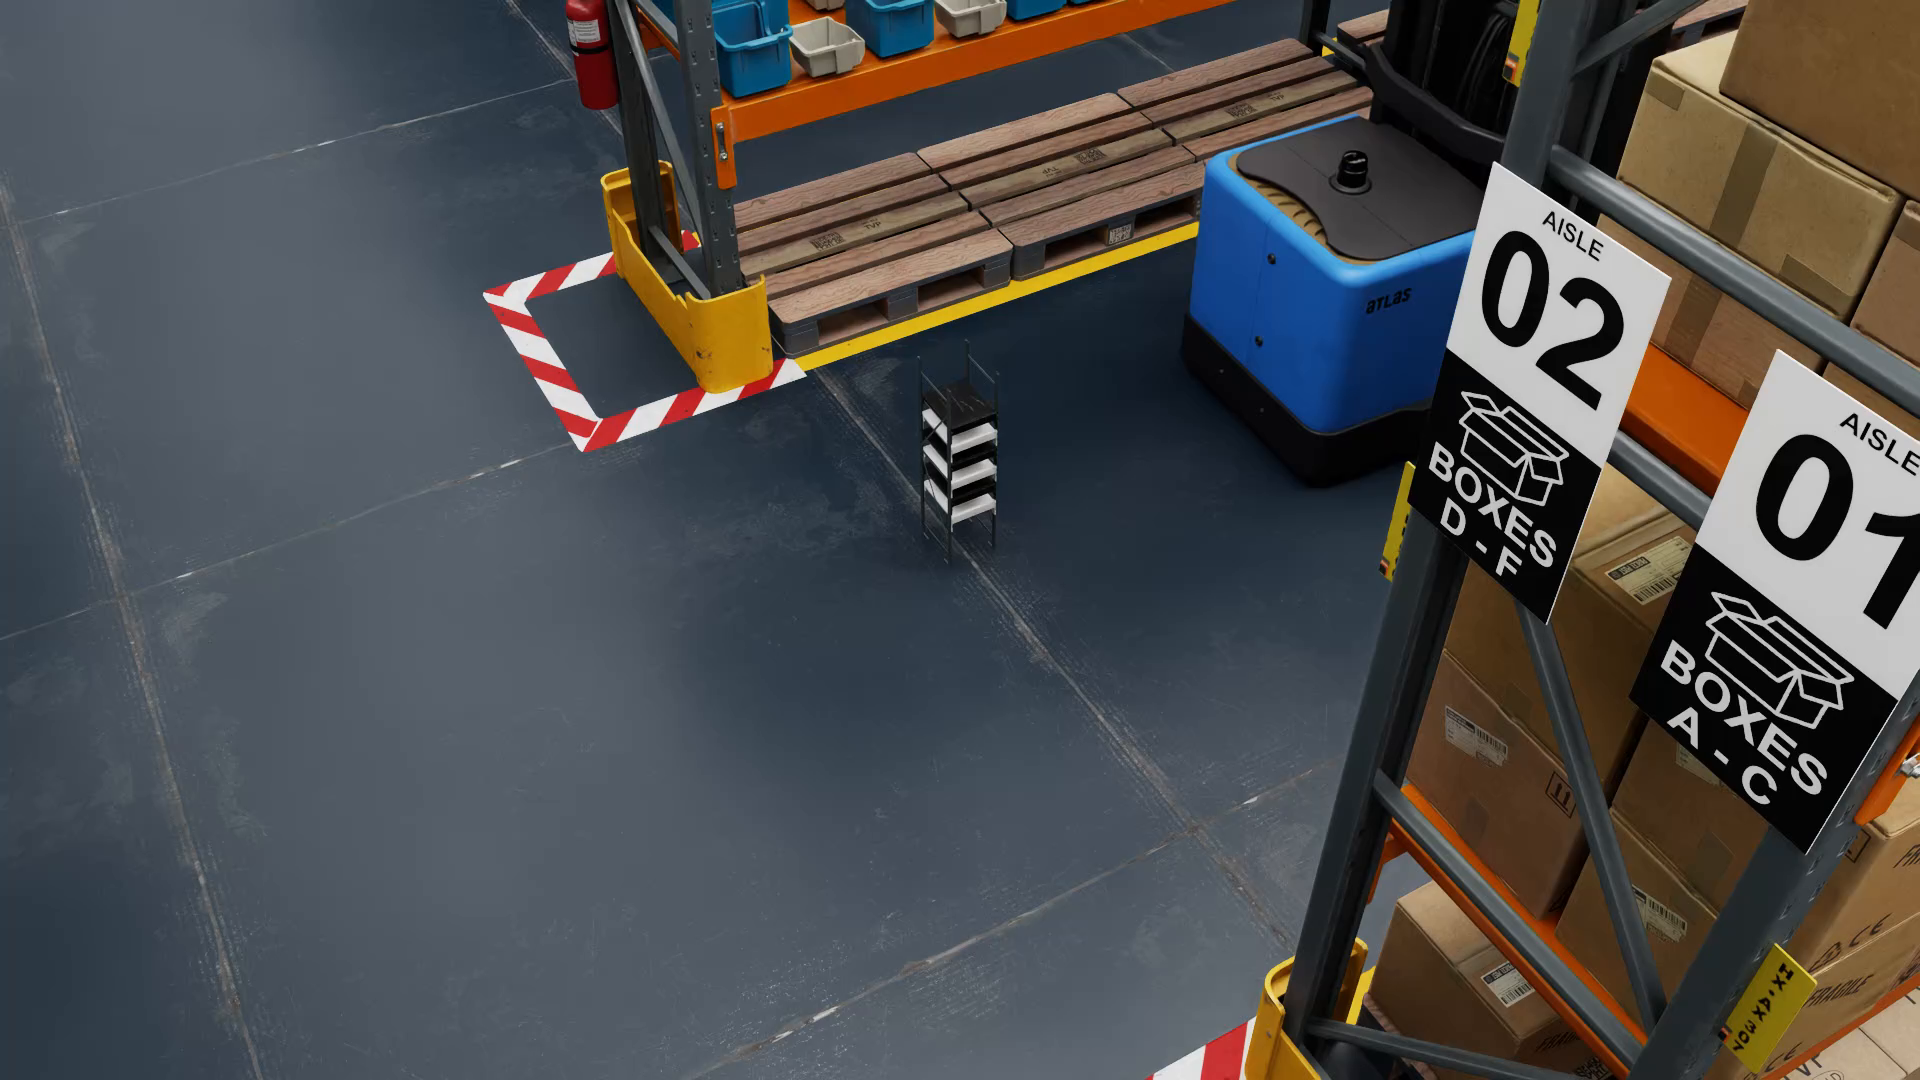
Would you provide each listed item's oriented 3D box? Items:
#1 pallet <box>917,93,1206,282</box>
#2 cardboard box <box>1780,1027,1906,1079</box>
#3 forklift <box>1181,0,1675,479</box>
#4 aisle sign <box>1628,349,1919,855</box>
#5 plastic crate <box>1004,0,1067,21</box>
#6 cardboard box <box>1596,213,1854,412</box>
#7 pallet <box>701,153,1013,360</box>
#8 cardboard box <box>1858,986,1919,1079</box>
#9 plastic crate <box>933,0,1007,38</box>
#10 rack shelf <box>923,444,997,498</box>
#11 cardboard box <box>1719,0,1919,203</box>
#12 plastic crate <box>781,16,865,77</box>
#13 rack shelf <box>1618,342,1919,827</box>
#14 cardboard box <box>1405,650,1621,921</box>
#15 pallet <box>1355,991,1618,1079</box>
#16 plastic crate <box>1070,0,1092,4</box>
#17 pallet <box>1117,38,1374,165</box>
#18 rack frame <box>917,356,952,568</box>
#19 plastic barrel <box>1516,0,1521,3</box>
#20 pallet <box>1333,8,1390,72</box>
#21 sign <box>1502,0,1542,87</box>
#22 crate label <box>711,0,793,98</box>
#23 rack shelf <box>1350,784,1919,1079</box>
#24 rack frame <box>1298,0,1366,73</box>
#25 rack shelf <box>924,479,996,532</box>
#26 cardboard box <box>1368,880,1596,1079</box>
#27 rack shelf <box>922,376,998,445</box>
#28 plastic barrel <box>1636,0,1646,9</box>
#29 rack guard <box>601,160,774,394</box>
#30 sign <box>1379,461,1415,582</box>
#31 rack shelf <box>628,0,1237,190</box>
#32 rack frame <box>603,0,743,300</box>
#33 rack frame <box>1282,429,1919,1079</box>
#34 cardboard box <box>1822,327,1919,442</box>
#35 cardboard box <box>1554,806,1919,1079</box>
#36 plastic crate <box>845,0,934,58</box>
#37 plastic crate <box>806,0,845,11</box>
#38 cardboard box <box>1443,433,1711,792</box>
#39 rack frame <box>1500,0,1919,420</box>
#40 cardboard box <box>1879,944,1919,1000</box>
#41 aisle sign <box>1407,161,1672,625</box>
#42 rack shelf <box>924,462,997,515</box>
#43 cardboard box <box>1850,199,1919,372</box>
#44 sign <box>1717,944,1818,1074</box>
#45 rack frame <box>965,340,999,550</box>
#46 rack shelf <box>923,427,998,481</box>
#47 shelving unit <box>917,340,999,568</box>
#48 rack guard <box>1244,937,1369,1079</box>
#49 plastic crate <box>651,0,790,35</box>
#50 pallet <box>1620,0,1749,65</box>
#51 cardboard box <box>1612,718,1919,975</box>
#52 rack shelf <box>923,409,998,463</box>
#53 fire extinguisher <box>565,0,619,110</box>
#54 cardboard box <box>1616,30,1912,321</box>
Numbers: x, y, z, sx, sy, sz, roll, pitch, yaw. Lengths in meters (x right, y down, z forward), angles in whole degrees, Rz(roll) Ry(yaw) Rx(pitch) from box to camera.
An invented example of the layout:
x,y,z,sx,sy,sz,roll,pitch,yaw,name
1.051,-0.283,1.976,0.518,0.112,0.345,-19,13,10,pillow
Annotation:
x,y,z,sx,sy,sz,roll,pitch,yaw,name
0.544,-1.823,8.477,1.213,0.211,1.003,-22,48,-21,pallet
2.264,1.490,4.719,0.500,0.250,0.500,-22,48,-21,cardboard box
2.545,-2.040,6.748,3.031,2.935,1.130,-20,48,-19,forklift
1.305,0.120,2.606,0.004,0.787,0.394,-22,48,-21,aisle sign
0.273,-2.445,7.193,0.300,0.233,0.416,-22,48,-21,plastic crate
1.532,-0.508,3.073,0.500,0.250,0.500,-22,48,-21,cardboard box
-0.512,-1.402,8.043,1.213,0.211,1.003,-22,48,-21,pallet
2.698,1.317,4.898,0.500,0.250,0.500,-22,48,-21,cardboard box
0.039,-2.251,7.062,0.298,0.136,0.250,-22,48,-21,plastic crate
-0.007,-0.296,6.457,0.200,0.077,0.258,-22,48,-21,rack shelf
1.655,-0.807,2.484,0.500,0.500,0.700,-22,48,-21,cardboard box
-0.549,-2.015,6.819,0.298,0.136,0.250,-22,48,-21,plastic crate
2.952,-0.660,3.639,4.000,0.370,1.077,-22,48,-21,rack shelf
1.471,0.497,4.013,0.500,0.500,0.500,-20,48,-20,cardboard box
1.975,1.549,5.002,1.213,0.211,1.003,-22,48,-21,pallet
0.533,-2.550,7.300,0.300,0.233,0.416,-22,48,-21,plastic crate
1.603,-2.249,8.916,1.213,0.211,1.003,-22,48,-21,pallet
-0.095,-0.285,6.397,0.006,0.900,0.240,-22,48,-21,rack frame
3.316,-3.350,9.253,0.708,0.901,0.600,-22,48,-21,plastic barrel
2.912,-2.770,9.453,1.213,0.211,1.003,-22,48,-21,pallet
0.959,-0.884,2.718,0.005,0.325,0.100,-22,48,-21,sign
-0.868,-1.989,6.722,0.303,0.233,0.416,-22,48,-21,crate label
2.952,0.416,4.684,4.000,0.370,1.077,-22,48,-21,rack shelf
2.222,-3.528,8.232,0.127,3.000,1.000,-22,48,-21,rack frame
-0.007,-0.167,6.582,0.200,0.077,0.258,-22,48,-21,rack shelf
1.567,1.254,4.783,0.500,0.500,0.500,-22,48,-21,cardboard box
-0.007,-0.490,6.269,0.200,0.077,0.258,-22,48,-21,rack shelf
3.850,-3.352,9.535,0.421,0.512,0.421,0,44,0,plastic barrel
-1.261,-1.227,7.655,0.348,0.500,1.175,-22,48,-21,rack guard
0.959,-0.019,3.557,0.005,0.325,0.100,-22,48,-21,sign
0.488,-2.576,7.767,4.000,0.370,1.077,-22,48,-21,rack shelf
-1.247,-2.140,6.802,0.127,3.000,1.000,-22,48,-21,rack frame
1.218,0.852,3.718,0.127,3.000,1.000,-22,48,-21,rack frame
1.790,-0.195,2.751,0.500,0.250,0.500,-22,48,-21,cardboard box
1.734,0.822,3.678,0.500,0.500,0.500,-21,48,-20,cardboard box
-0.298,-2.217,6.958,0.300,0.233,0.416,-22,48,-21,plastic crate
-0.630,-2.459,7.277,0.243,0.136,0.396,-22,48,-21,plastic crate
1.467,0.137,3.665,0.500,0.500,0.500,-22,48,-21,cardboard box
1.218,-1.301,1.629,0.127,3.000,1.000,-22,48,-21,rack frame
2.179,0.639,3.866,0.500,0.500,0.500,-22,48,-21,cardboard box
1.006,-0.242,2.979,0.004,0.787,0.394,-22,48,-21,aisle sign
-0.007,-0.232,6.520,0.200,0.077,0.258,-22,48,-21,rack shelf
1.793,-0.371,2.573,0.500,0.250,0.500,-22,48,-21,cardboard box
1.488,0.869,3.079,0.005,0.325,0.100,-22,48,-21,sign
0.081,-0.355,6.470,0.006,0.900,0.240,-22,48,-21,rack frame
-0.007,-0.361,6.394,0.200,0.077,0.258,-22,48,-21,rack shelf
-0.007,-0.320,6.434,0.210,0.900,0.258,-22,48,-21,shelving unit
1.284,1.723,4.616,0.348,0.500,1.175,-22,48,-21,rack guard
-1.049,-2.403,7.004,0.499,0.435,0.616,-22,48,-21,plastic crate
3.971,-3.196,9.892,1.213,0.211,1.003,-22,48,-21,pallet
1.734,0.463,3.330,0.500,0.500,0.500,-20,48,-20,cardboard box
-0.007,-0.425,6.332,0.200,0.077,0.258,-22,48,-21,rack shelf
-1.604,-2.201,7.187,0.183,0.674,0.296,-22,48,-21,fire extinguisher
1.536,-0.682,2.894,0.500,0.250,0.500,-22,48,-21,cardboard box
